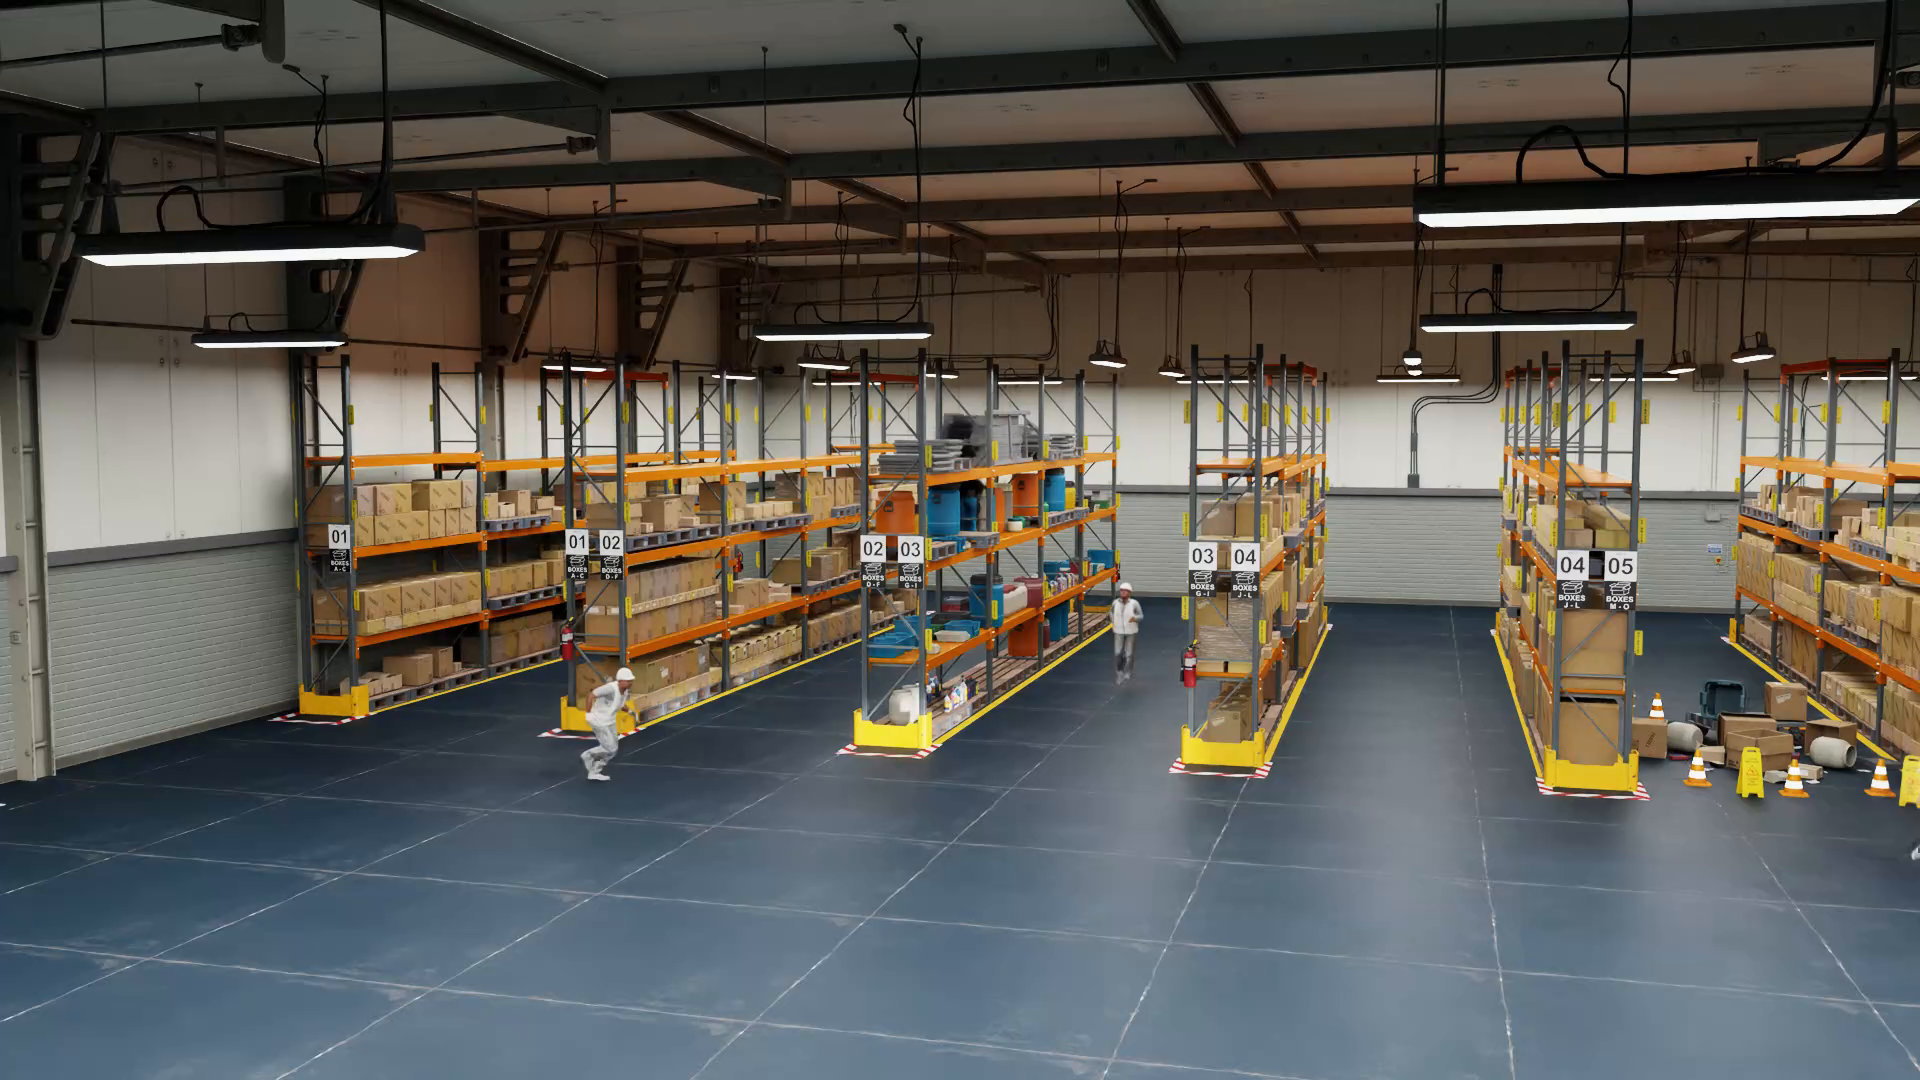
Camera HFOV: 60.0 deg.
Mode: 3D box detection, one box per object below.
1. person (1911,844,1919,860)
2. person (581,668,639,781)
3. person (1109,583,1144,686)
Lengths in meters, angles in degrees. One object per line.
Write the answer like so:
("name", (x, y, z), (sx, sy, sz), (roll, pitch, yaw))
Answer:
("person", (10.871, 2.869, 18.175), (0.588, 1.542, 0.620), (-1, 4, -11))
("person", (-4.803, 2.518, 22.628), (0.847, 1.586, 0.718), (2, 5, 23))
("person", (2.904, 1.667, 29.298), (0.654, 1.821, 0.696), (1, 4, 15))
